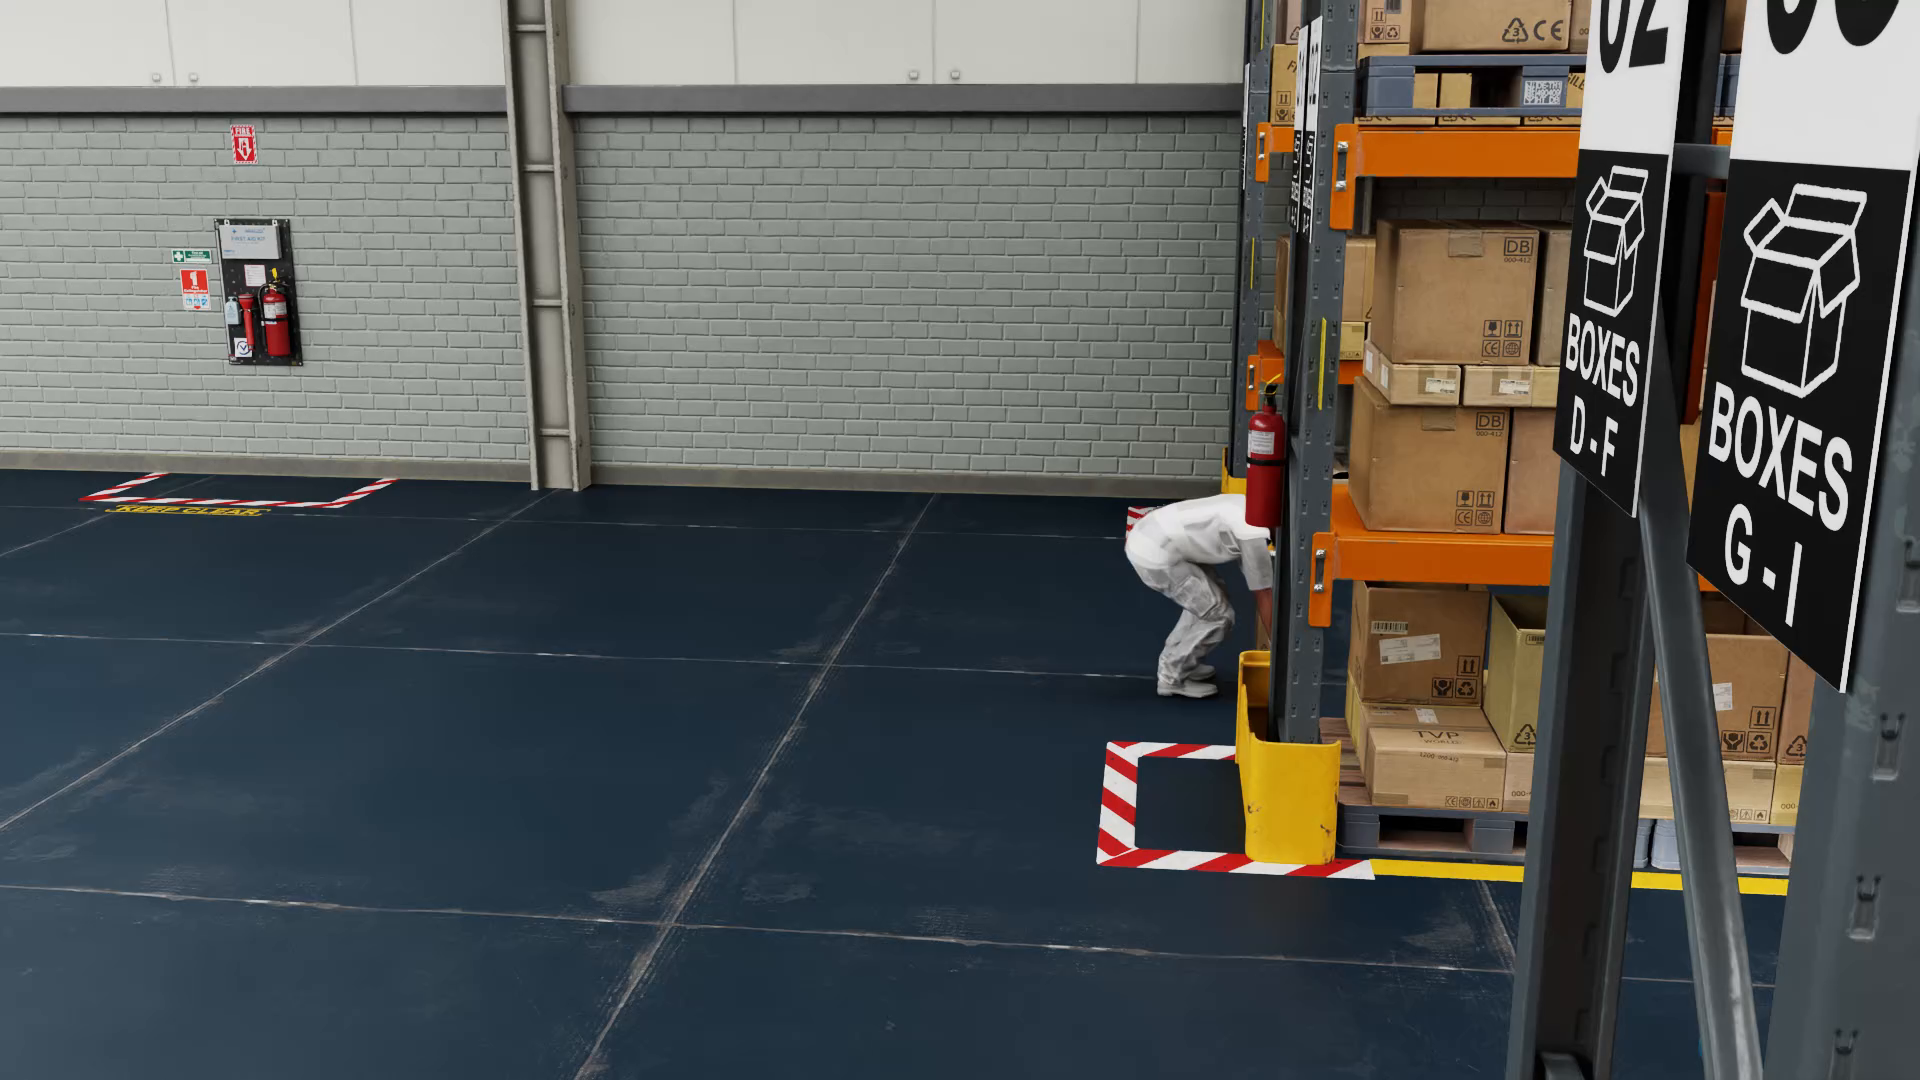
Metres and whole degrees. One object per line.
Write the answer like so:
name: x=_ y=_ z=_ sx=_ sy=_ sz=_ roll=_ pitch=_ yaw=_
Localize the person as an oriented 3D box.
person: x=1.330 y=0.266 z=8.478 sx=0.977 sy=1.015 sz=0.546 roll=1 pitch=14 yaw=4
